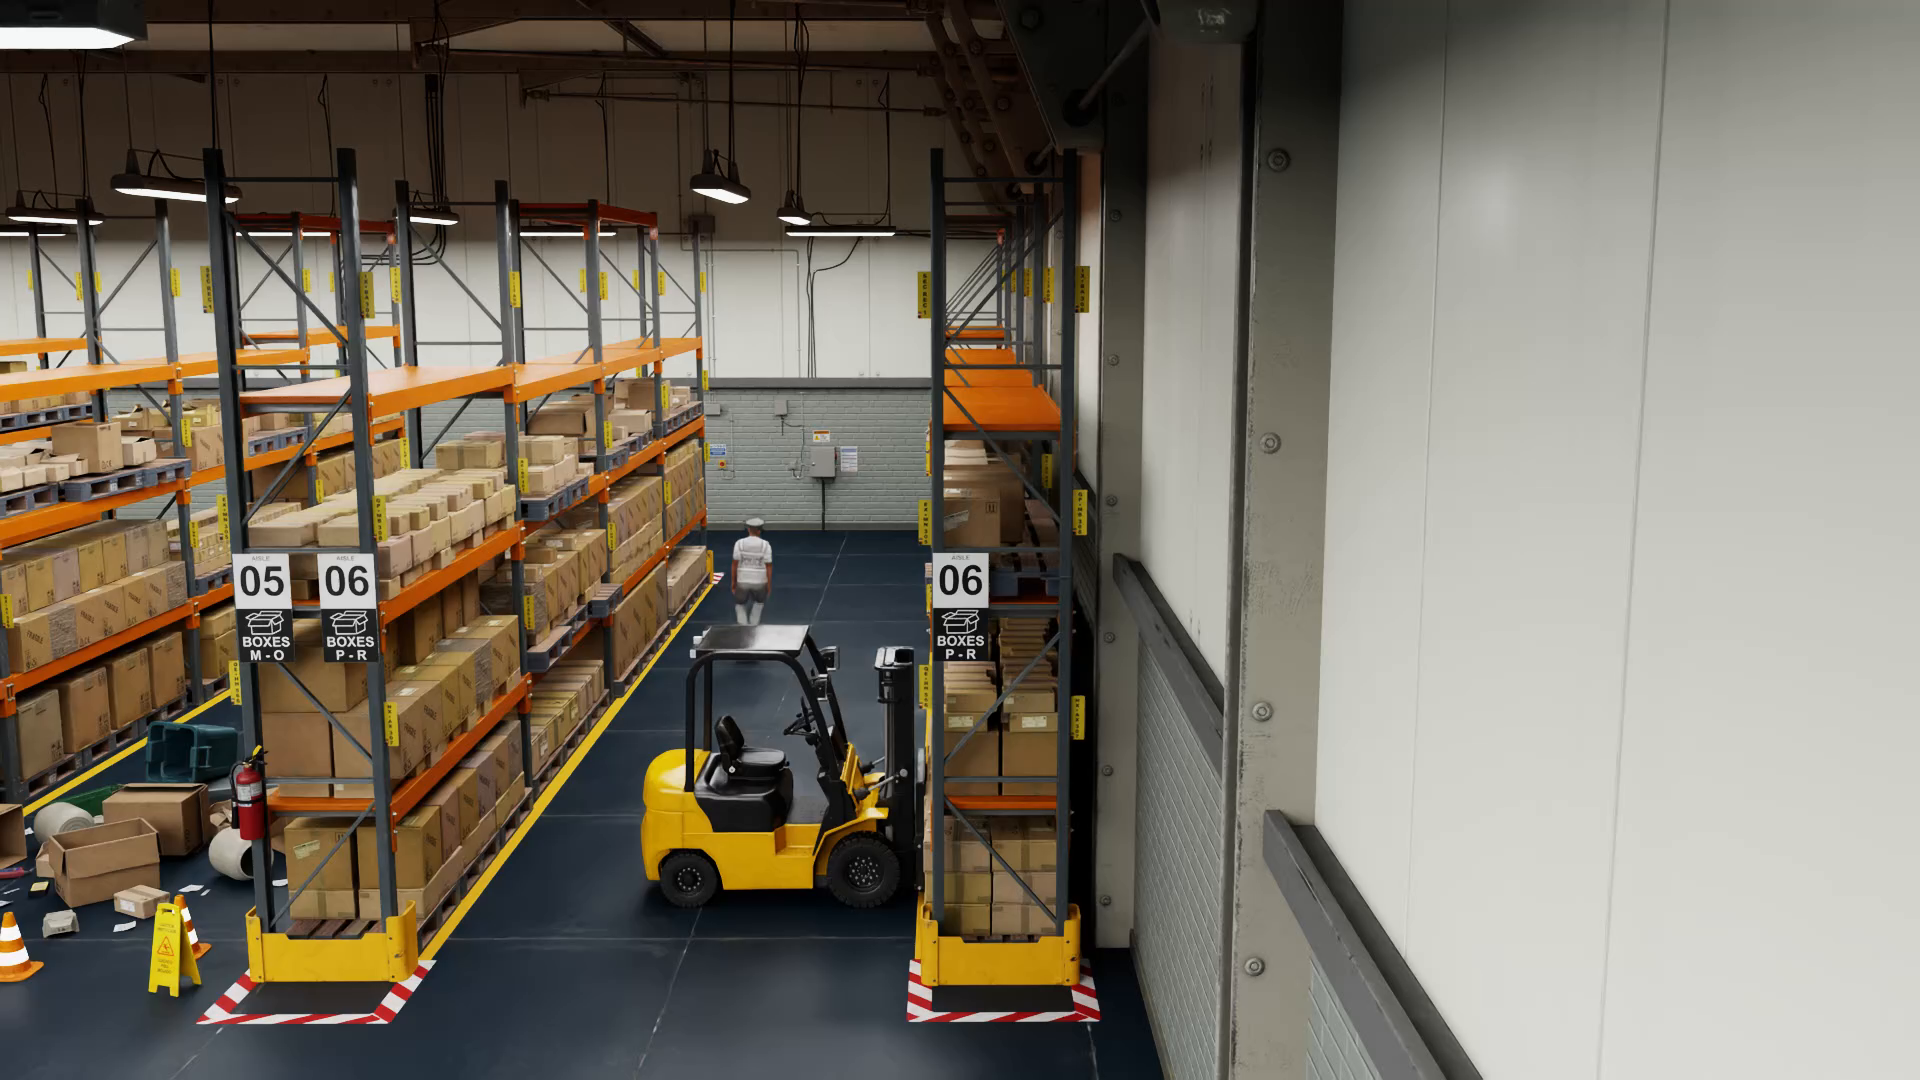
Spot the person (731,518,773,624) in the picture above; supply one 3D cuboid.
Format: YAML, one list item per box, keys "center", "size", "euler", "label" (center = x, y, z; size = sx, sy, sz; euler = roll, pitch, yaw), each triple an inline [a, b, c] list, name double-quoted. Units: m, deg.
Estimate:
- center: [-2.844, 0.550, 22.768]
  size: [0.574, 1.684, 0.581]
  euler: [0, 9, 0]
  label: "person"
